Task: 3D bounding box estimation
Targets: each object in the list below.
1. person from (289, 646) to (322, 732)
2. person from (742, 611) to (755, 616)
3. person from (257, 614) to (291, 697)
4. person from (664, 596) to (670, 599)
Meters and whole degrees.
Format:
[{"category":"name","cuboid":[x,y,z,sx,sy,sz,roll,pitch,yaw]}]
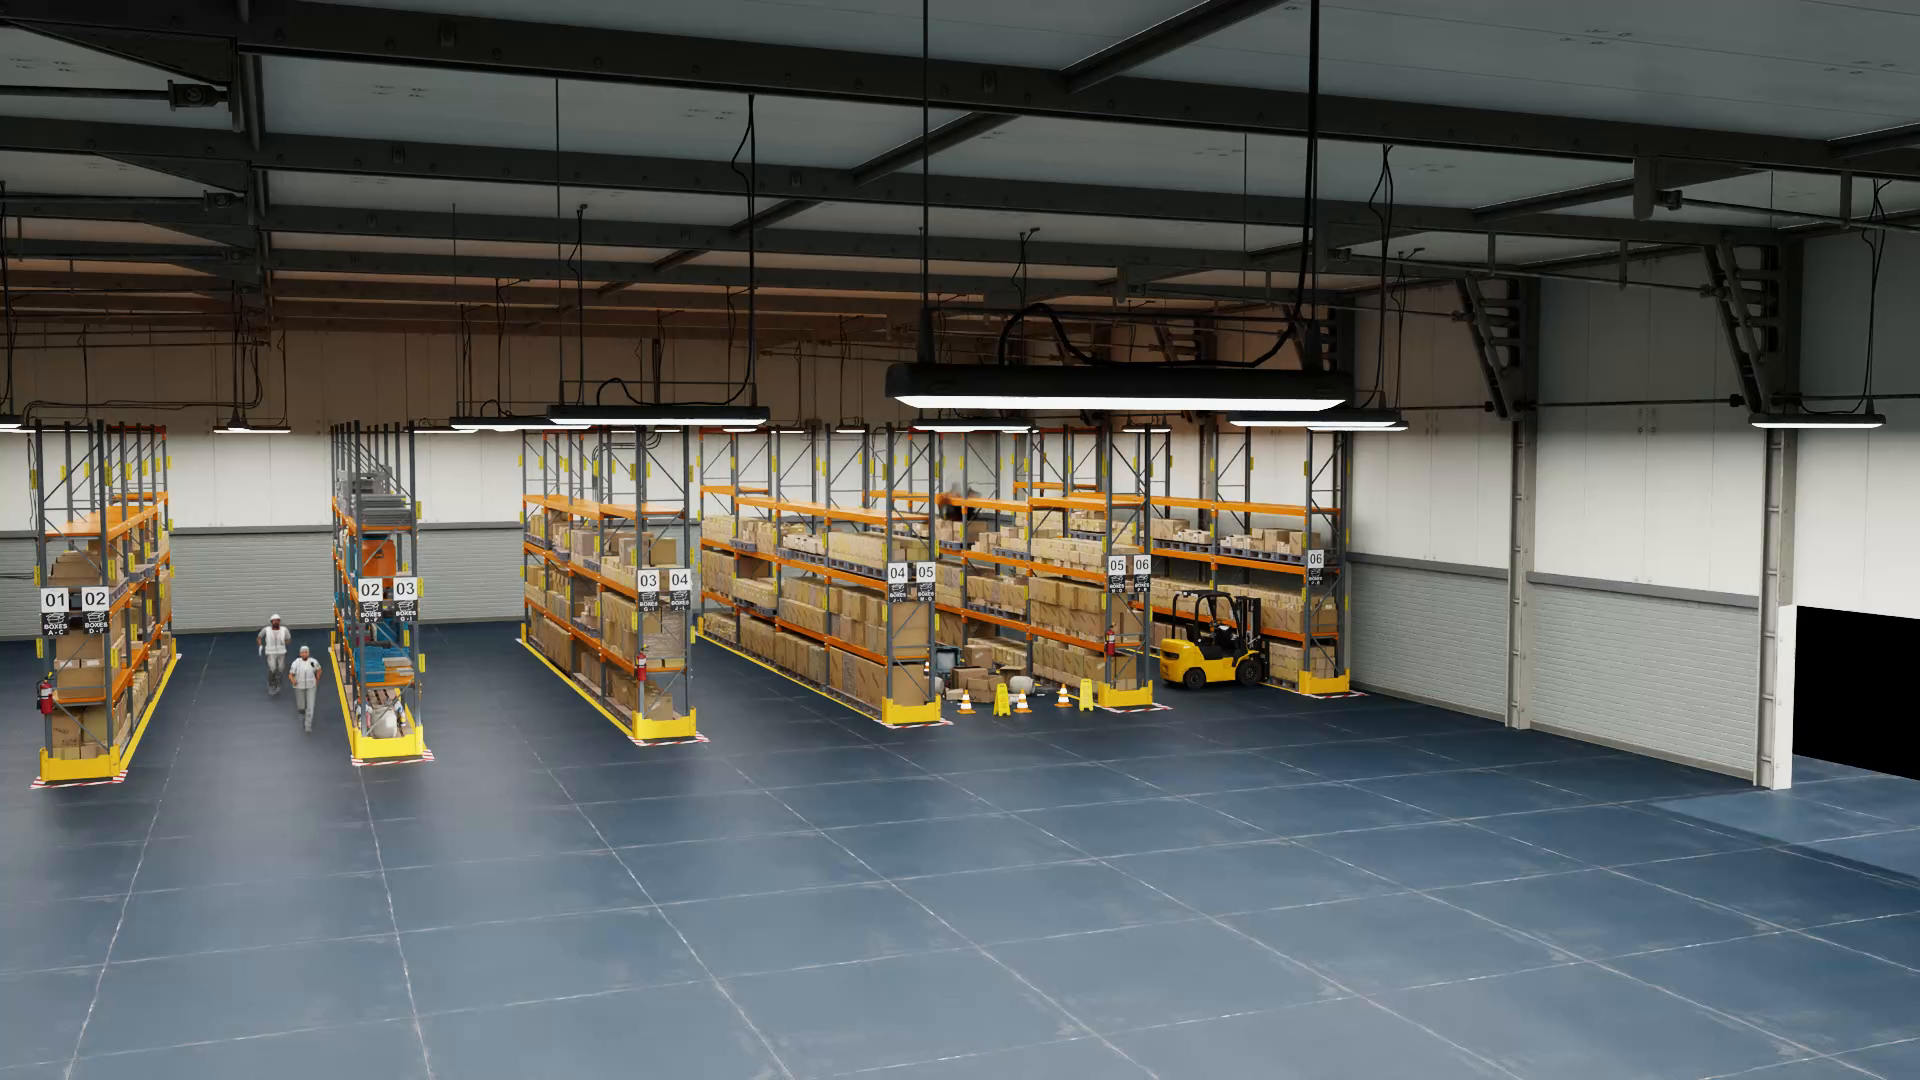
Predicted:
[{"category":"person","cuboid":[-12.770,2.885,32.464,0.607,1.643,0.746,-1,4,-23]},{"category":"person","cuboid":[-6.298,1.816,49.292,0.852,1.648,0.675,2,4,27]},{"category":"person","cuboid":[-15.088,2.543,36.673,0.658,1.803,0.726,-2,4,-33]},{"category":"person","cuboid":[-8.379,1.842,48.522,0.664,1.706,0.570,3,5,41]}]
